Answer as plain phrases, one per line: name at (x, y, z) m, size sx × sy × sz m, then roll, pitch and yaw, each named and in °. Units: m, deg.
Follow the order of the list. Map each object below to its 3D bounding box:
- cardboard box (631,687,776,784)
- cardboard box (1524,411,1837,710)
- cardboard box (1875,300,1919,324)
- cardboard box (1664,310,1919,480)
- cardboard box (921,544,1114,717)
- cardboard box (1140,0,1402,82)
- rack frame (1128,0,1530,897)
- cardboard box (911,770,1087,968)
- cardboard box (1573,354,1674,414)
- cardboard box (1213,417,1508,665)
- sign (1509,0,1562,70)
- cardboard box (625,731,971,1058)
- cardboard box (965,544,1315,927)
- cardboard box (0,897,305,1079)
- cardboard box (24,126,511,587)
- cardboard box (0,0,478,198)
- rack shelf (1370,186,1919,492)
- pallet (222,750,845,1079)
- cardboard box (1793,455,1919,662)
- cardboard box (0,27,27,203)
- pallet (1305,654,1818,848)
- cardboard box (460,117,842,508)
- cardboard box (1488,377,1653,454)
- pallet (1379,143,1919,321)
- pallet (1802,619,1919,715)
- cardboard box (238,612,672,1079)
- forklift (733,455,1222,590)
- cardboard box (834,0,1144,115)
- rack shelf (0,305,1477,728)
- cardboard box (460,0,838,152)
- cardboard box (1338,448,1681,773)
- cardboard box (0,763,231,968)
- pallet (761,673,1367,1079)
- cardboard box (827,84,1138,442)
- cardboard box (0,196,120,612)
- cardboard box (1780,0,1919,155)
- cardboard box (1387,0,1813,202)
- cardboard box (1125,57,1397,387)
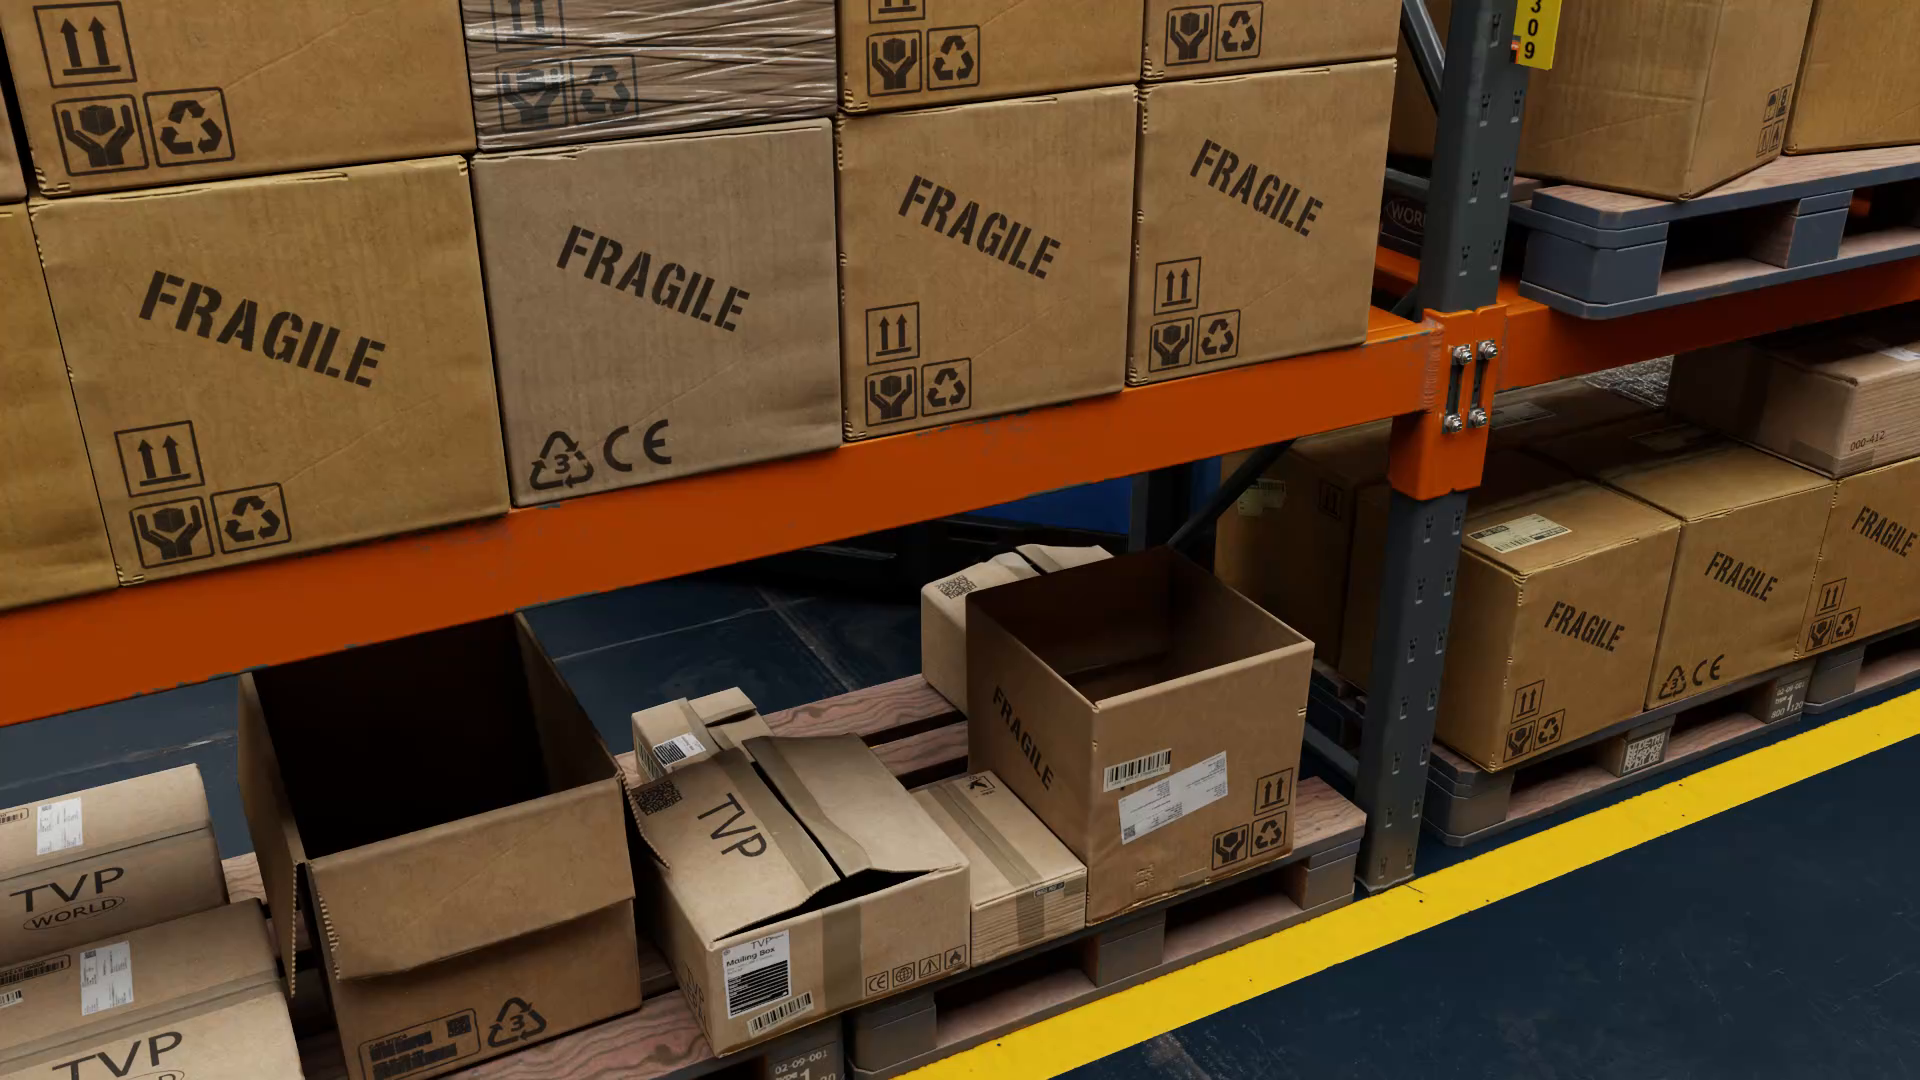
cardboard box at (-0.516, 0.485, 3.540) m, size 0.250 × 0.166 × 0.380 m, roll -13°, pitch 29°, yaw -25°
cardboard box at (1.722, 0.033, 4.095) m, size 0.500 × 0.500 × 0.500 m, roll -13°, pitch 28°, yaw -24°
cardboard box at (2.581, -0.498, 4.335) m, size 0.500 × 0.250 × 0.500 m, roll -14°, pitch 29°, yaw -26°
cardboard box at (2.139, -0.396, 4.122) m, size 0.500 × 0.250 × 0.500 m, roll -13°, pitch 29°, yaw -25°
cardboard box at (0.243, 0.240, 3.884) m, size 0.500 × 0.311 × 0.500 m, roll -13°, pitch 29°, yaw -25°
cardboard box at (0.391, -1.071, 2.744) m, size 0.500 × 0.500 × 0.500 m, roll -13°, pitch 28°, yaw -25°
rack frame at (0.715, -0.777, 3.403) m, size 0.127 × 3.000 × 1.000 m, roll -13°, pitch 29°, yaw -25°
cardboard box at (0.043, 0.633, 3.251) m, size 0.250 × 0.149 × 0.380 m, roll -13°, pitch 29°, yaw -25°
cardboard box at (1.898, -0.258, 4.701) m, size 0.500 × 0.500 × 0.500 m, roll -13°, pitch 28°, yaw -24°
cardboard box at (1.015, -0.059, 4.286) m, size 0.500 × 0.500 × 0.500 m, roll -13°, pitch 29°, yaw -25°
sign at (0.977, -0.962, 2.787) m, size 0.005 × 0.325 × 0.100 m, roll -13°, pitch 29°, yaw -25°
cardboard box at (-0.316, 0.614, 3.104) m, size 0.500 × 0.311 × 0.500 m, roll -13°, pitch 29°, yaw -25°
cardboard box at (0.346, 0.376, 3.381) m, size 0.500 × 0.500 × 0.500 m, roll -13°, pitch 29°, yaw -25°
cardboard box at (-1.319, 0.873, 2.635) m, size 0.500 × 0.250 × 0.500 m, roll -13°, pitch 29°, yaw -25°
cardboard box at (-0.960, -0.307, 2.307) m, size 0.500 × 0.500 × 0.500 m, roll -13°, pitch 28°, yaw -24°
cardboard box at (-0.950, -0.761, 2.099) m, size 0.500 × 0.500 × 0.500 m, roll -13°, pitch 29°, yaw -26°
rack shelf at (2.480, -0.860, 4.407) m, size 4.000 × 0.370 × 1.077 m, roll -13°, pitch 29°, yaw -25°
pallet at (-0.969, 0.870, 3.195) m, size 1.213 × 0.211 × 1.003 m, roll -13°, pitch 29°, yaw -25°
cardboard box at (2.166, -0.066, 4.301) m, size 0.500 × 0.500 × 0.500 m, roll -13°, pitch 28°, yaw -24°
cardboard box at (-1.397, -0.657, 1.883) m, size 0.500 × 0.500 × 0.500 m, roll -13°, pitch 28°, yaw -24°
pallet at (1.415, 0.300, 4.382) m, size 1.213 × 0.211 × 1.003 m, roll -13°, pitch 29°, yaw -25°
cardboard box at (-0.512, -0.411, 2.526) m, size 0.500 × 0.500 × 0.500 m, roll -12°, pitch 28°, yaw -24°
cardboard box at (1.456, -0.156, 4.489) m, size 0.500 × 0.500 × 0.500 m, roll -13°, pitch 29°, yaw -25°
pallet at (1.471, -0.812, 3.697) m, size 1.213 × 0.211 × 1.003 m, roll -13°, pitch 29°, yaw -25°
pallet at (2.493, 0.050, 4.903) m, size 1.213 × 0.211 × 1.003 m, roll -13°, pitch 29°, yaw -25°
cardboard box at (-0.940, 0.535, 3.047) m, size 0.637 × 0.503 × 0.797 m, roll -13°, pitch 29°, yaw -25°
forklift at (-0.643, -1.429, 4.840) m, size 3.031 × 2.935 × 1.130 m, roll 7°, pitch 27°, yaw 15°
cardboard box at (-0.060, -0.966, 2.525) m, size 0.500 × 0.500 × 0.500 m, roll -14°, pitch 29°, yaw -26°
rack shelf at (-1.050, -0.045, 2.710) m, size 4.000 × 0.370 × 1.077 m, roll -13°, pitch 29°, yaw -25°
cardboard box at (-0.505, -0.863, 2.311) m, size 0.500 × 0.500 × 0.500 m, roll -13°, pitch 28°, yaw -25°
cardboard box at (1.256, 0.146, 3.860) m, size 0.500 × 0.500 × 0.500 m, roll -14°, pitch 29°, yaw -27°
cardboard box at (-1.598, 0.692, 3.012) m, size 0.500 × 0.250 × 0.500 m, roll -13°, pitch 29°, yaw -25°
pallet at (0.108, 0.620, 3.716) m, size 1.213 × 0.211 × 1.003 m, roll -13°, pitch 29°, yaw -25°
cardboard box at (-0.060, -0.517, 2.745) m, size 0.500 × 0.500 × 0.500 m, roll -12°, pitch 28°, yaw -24°
cardboard box at (-1.402, -0.205, 2.097) m, size 0.500 × 0.500 × 0.500 m, roll -13°, pitch 29°, yaw -25°
cardboard box at (1.815, -1.187, 3.656) m, size 0.500 × 0.500 × 0.700 m, roll -8°, pitch 27°, yaw -17°
cardboard box at (1.238, -1.023, 3.313) m, size 0.700 × 0.500 × 0.500 m, roll 22°, pitch 33°, yaw 37°
cardboard box at (0.395, -0.622, 2.965) m, size 0.500 × 0.500 × 0.500 m, roll -12°, pitch 28°, yaw -24°
